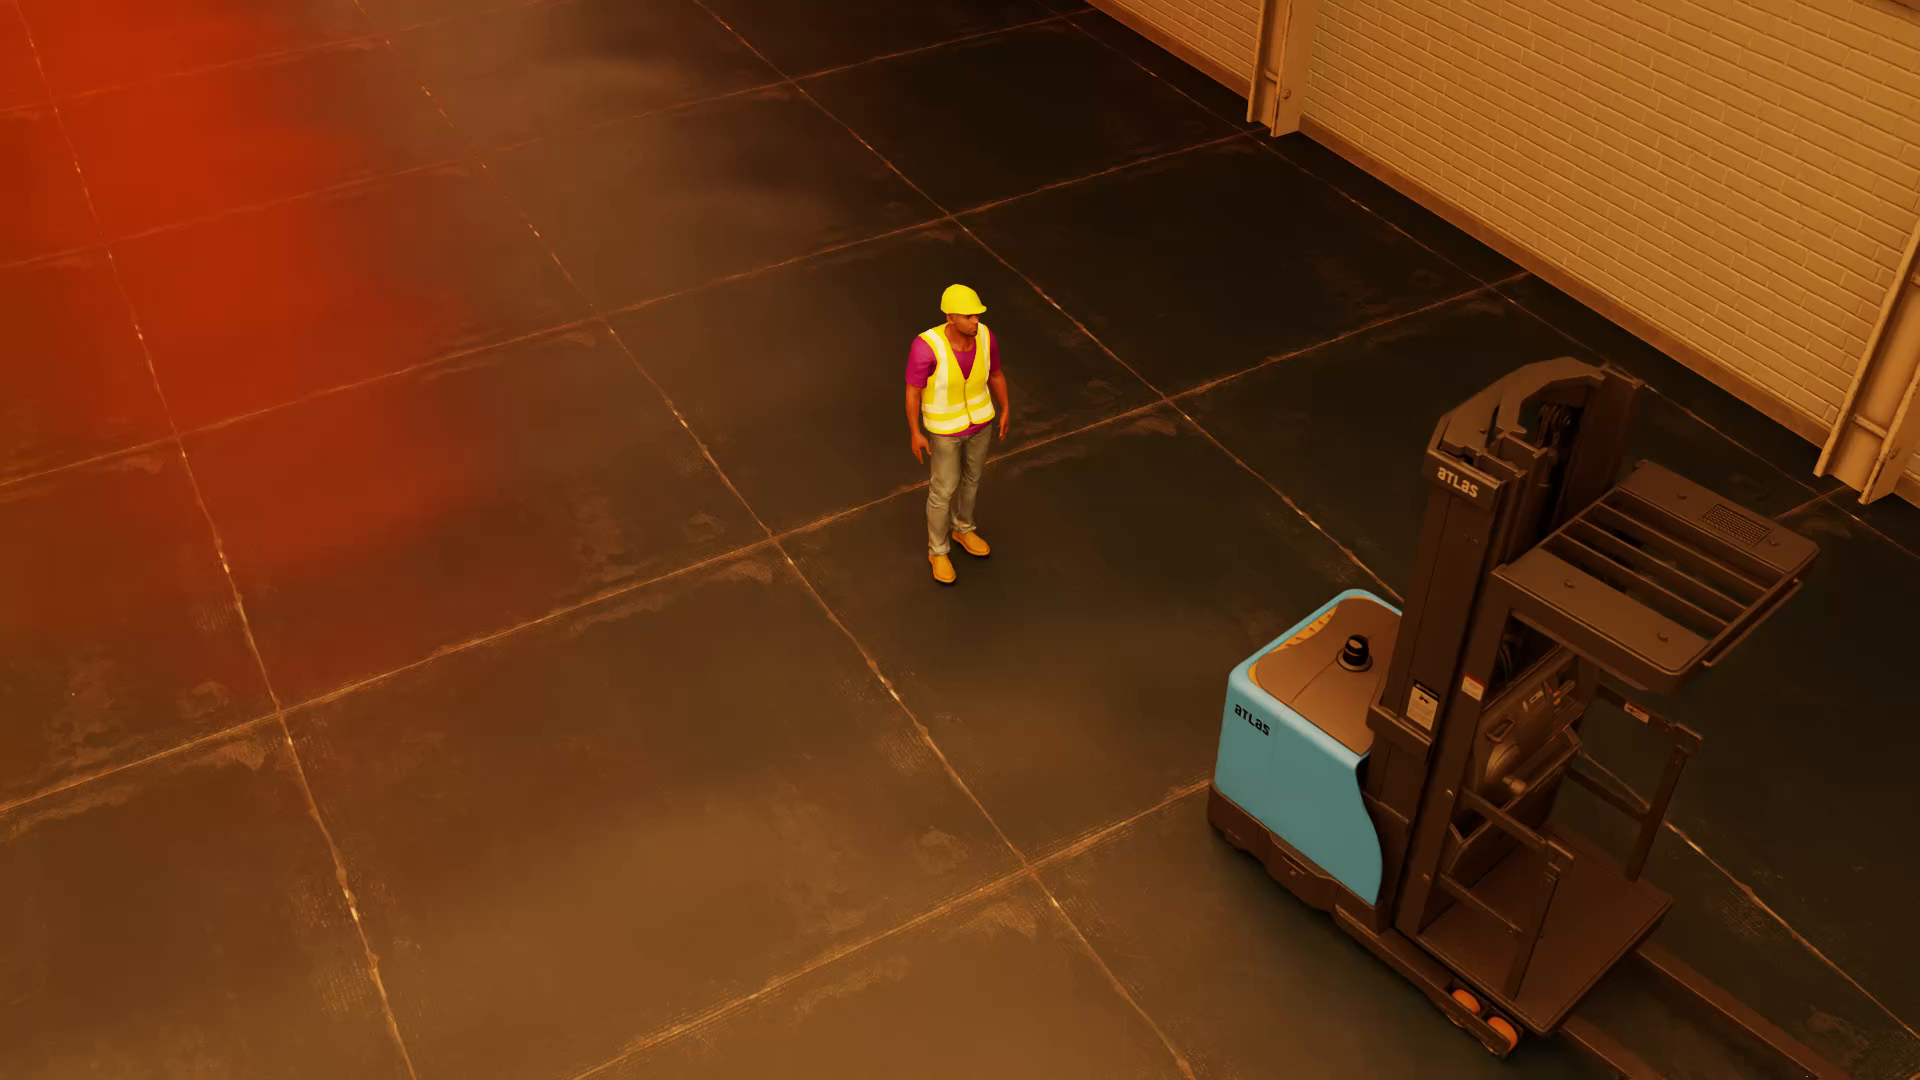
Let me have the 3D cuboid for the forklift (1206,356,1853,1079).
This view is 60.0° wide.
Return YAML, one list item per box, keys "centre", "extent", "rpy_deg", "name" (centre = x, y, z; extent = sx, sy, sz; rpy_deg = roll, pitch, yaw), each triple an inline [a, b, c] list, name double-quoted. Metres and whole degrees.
- centre: [2.618, 0.826, 7.040]
  extent: [1.130, 2.935, 3.031]
  rpy_deg: [-30, 48, -31]
  name: "forklift"

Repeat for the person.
- centre: [0.030, -0.645, 9.715]
  extent: [0.665, 1.768, 0.575]
  rpy_deg: [-20, 44, -23]
  name: "person"
